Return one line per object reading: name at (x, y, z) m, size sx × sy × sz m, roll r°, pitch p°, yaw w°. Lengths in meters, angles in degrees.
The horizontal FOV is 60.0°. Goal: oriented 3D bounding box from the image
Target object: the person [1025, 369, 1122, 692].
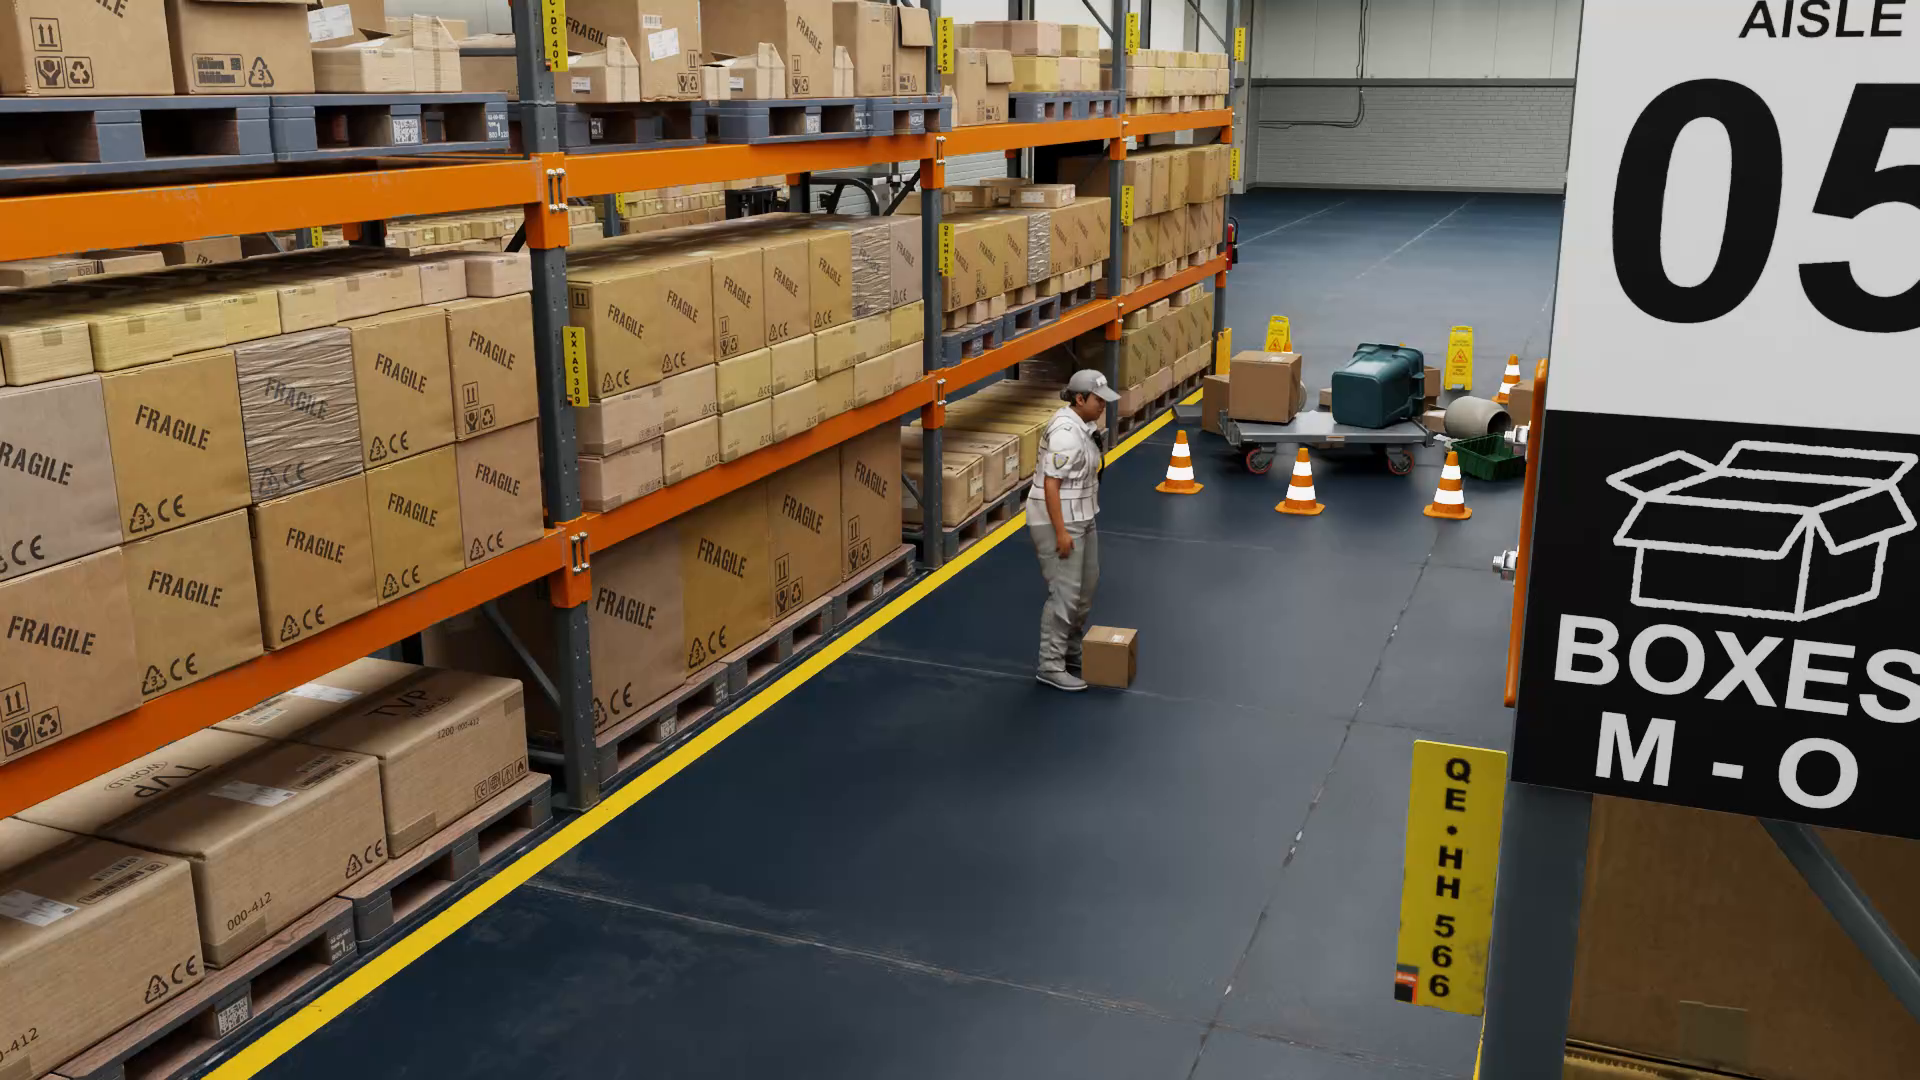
person at (0.598, -0.077, 8.788) m, size 0.473 × 1.666 × 0.547 m, roll 6°, pitch 17°, yaw 20°
